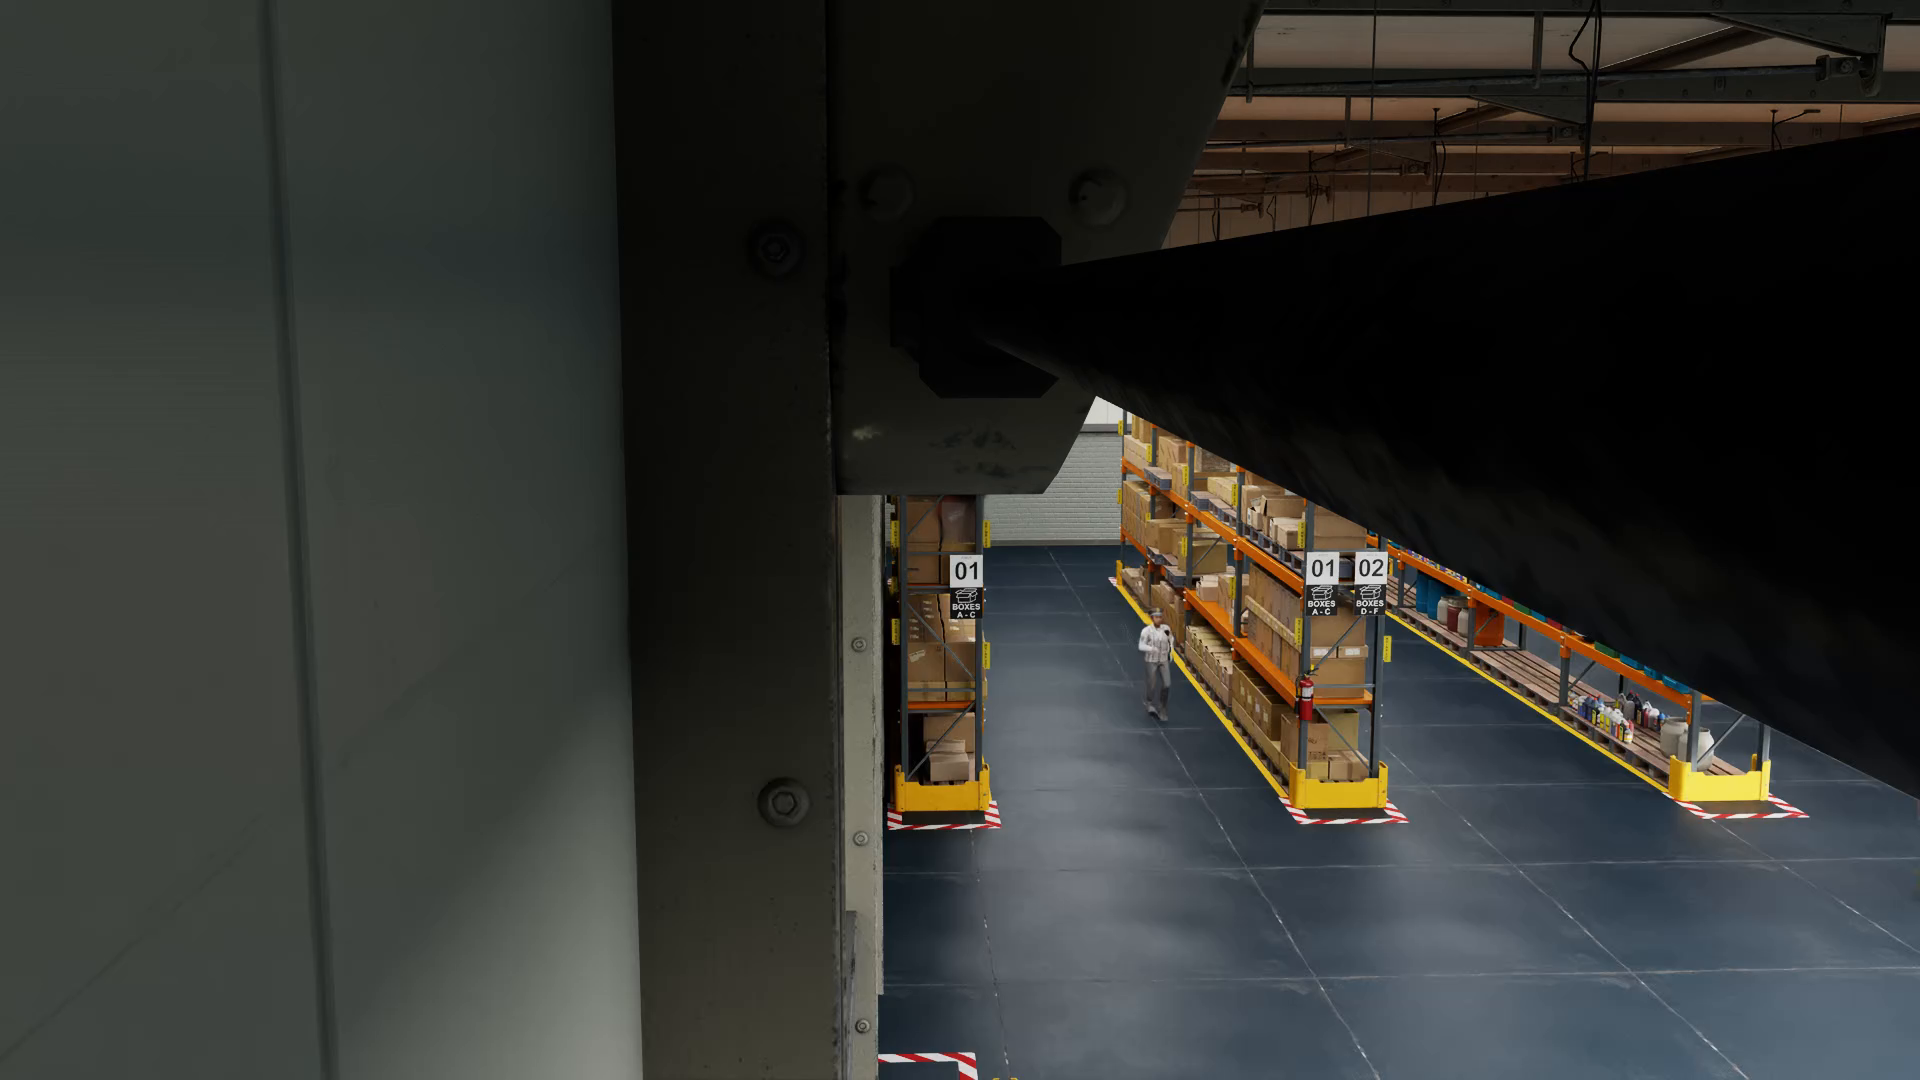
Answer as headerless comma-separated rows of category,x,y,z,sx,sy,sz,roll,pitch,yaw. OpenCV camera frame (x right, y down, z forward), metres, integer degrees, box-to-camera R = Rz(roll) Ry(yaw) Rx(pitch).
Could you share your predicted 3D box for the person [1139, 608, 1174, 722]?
person,2.948,1.853,24.858,0.590,1.740,0.726,-1,8,-7
